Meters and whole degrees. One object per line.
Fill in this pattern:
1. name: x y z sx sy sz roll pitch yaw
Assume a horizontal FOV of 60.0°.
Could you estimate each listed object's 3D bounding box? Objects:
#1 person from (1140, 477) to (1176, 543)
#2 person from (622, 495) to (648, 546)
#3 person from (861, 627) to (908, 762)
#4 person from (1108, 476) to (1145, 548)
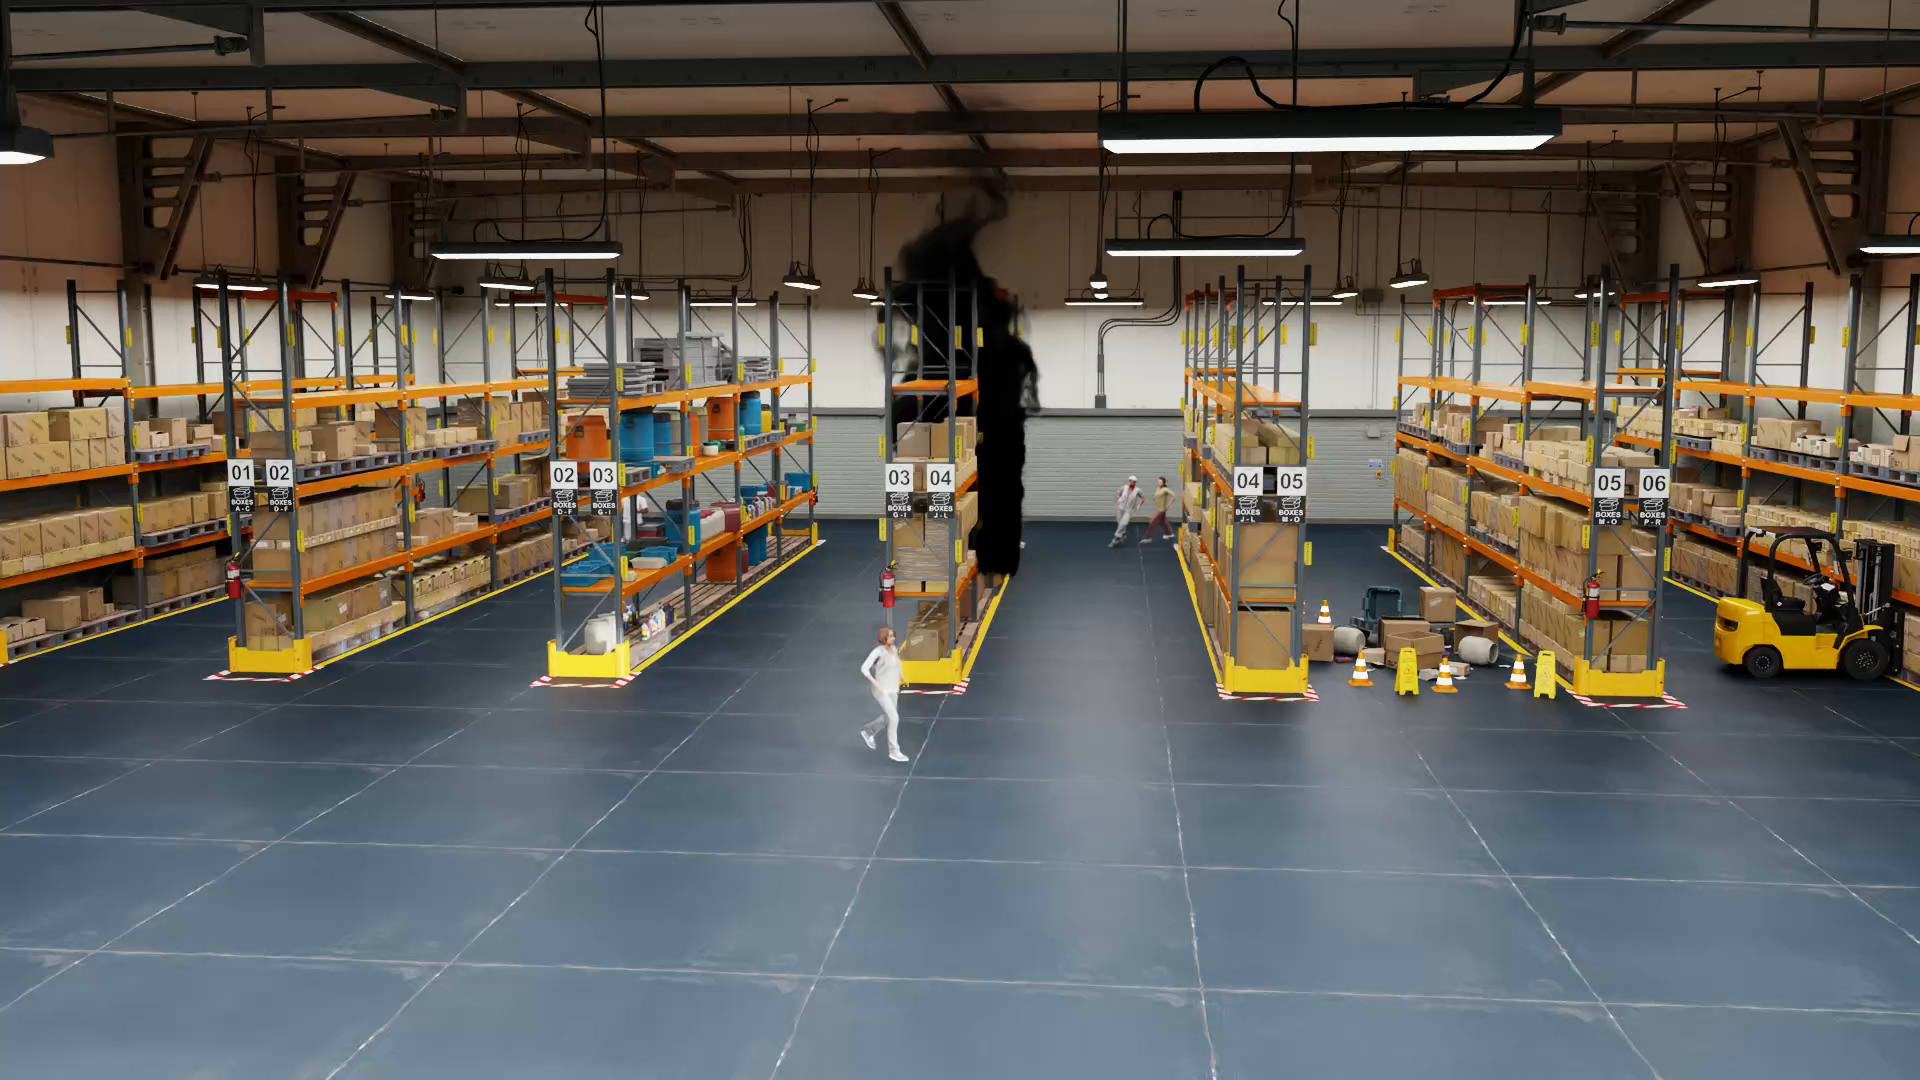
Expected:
1. person: 4.915 -0.731 40.627 0.916 1.646 0.696 -2 7 -19
2. person: -7.246 -0.352 36.816 0.677 1.821 0.820 -1 7 -6
3. person: -0.920 1.816 19.810 0.750 1.586 0.558 5 8 35
4. person: 3.990 -0.685 39.691 0.693 1.734 0.915 4 8 29
